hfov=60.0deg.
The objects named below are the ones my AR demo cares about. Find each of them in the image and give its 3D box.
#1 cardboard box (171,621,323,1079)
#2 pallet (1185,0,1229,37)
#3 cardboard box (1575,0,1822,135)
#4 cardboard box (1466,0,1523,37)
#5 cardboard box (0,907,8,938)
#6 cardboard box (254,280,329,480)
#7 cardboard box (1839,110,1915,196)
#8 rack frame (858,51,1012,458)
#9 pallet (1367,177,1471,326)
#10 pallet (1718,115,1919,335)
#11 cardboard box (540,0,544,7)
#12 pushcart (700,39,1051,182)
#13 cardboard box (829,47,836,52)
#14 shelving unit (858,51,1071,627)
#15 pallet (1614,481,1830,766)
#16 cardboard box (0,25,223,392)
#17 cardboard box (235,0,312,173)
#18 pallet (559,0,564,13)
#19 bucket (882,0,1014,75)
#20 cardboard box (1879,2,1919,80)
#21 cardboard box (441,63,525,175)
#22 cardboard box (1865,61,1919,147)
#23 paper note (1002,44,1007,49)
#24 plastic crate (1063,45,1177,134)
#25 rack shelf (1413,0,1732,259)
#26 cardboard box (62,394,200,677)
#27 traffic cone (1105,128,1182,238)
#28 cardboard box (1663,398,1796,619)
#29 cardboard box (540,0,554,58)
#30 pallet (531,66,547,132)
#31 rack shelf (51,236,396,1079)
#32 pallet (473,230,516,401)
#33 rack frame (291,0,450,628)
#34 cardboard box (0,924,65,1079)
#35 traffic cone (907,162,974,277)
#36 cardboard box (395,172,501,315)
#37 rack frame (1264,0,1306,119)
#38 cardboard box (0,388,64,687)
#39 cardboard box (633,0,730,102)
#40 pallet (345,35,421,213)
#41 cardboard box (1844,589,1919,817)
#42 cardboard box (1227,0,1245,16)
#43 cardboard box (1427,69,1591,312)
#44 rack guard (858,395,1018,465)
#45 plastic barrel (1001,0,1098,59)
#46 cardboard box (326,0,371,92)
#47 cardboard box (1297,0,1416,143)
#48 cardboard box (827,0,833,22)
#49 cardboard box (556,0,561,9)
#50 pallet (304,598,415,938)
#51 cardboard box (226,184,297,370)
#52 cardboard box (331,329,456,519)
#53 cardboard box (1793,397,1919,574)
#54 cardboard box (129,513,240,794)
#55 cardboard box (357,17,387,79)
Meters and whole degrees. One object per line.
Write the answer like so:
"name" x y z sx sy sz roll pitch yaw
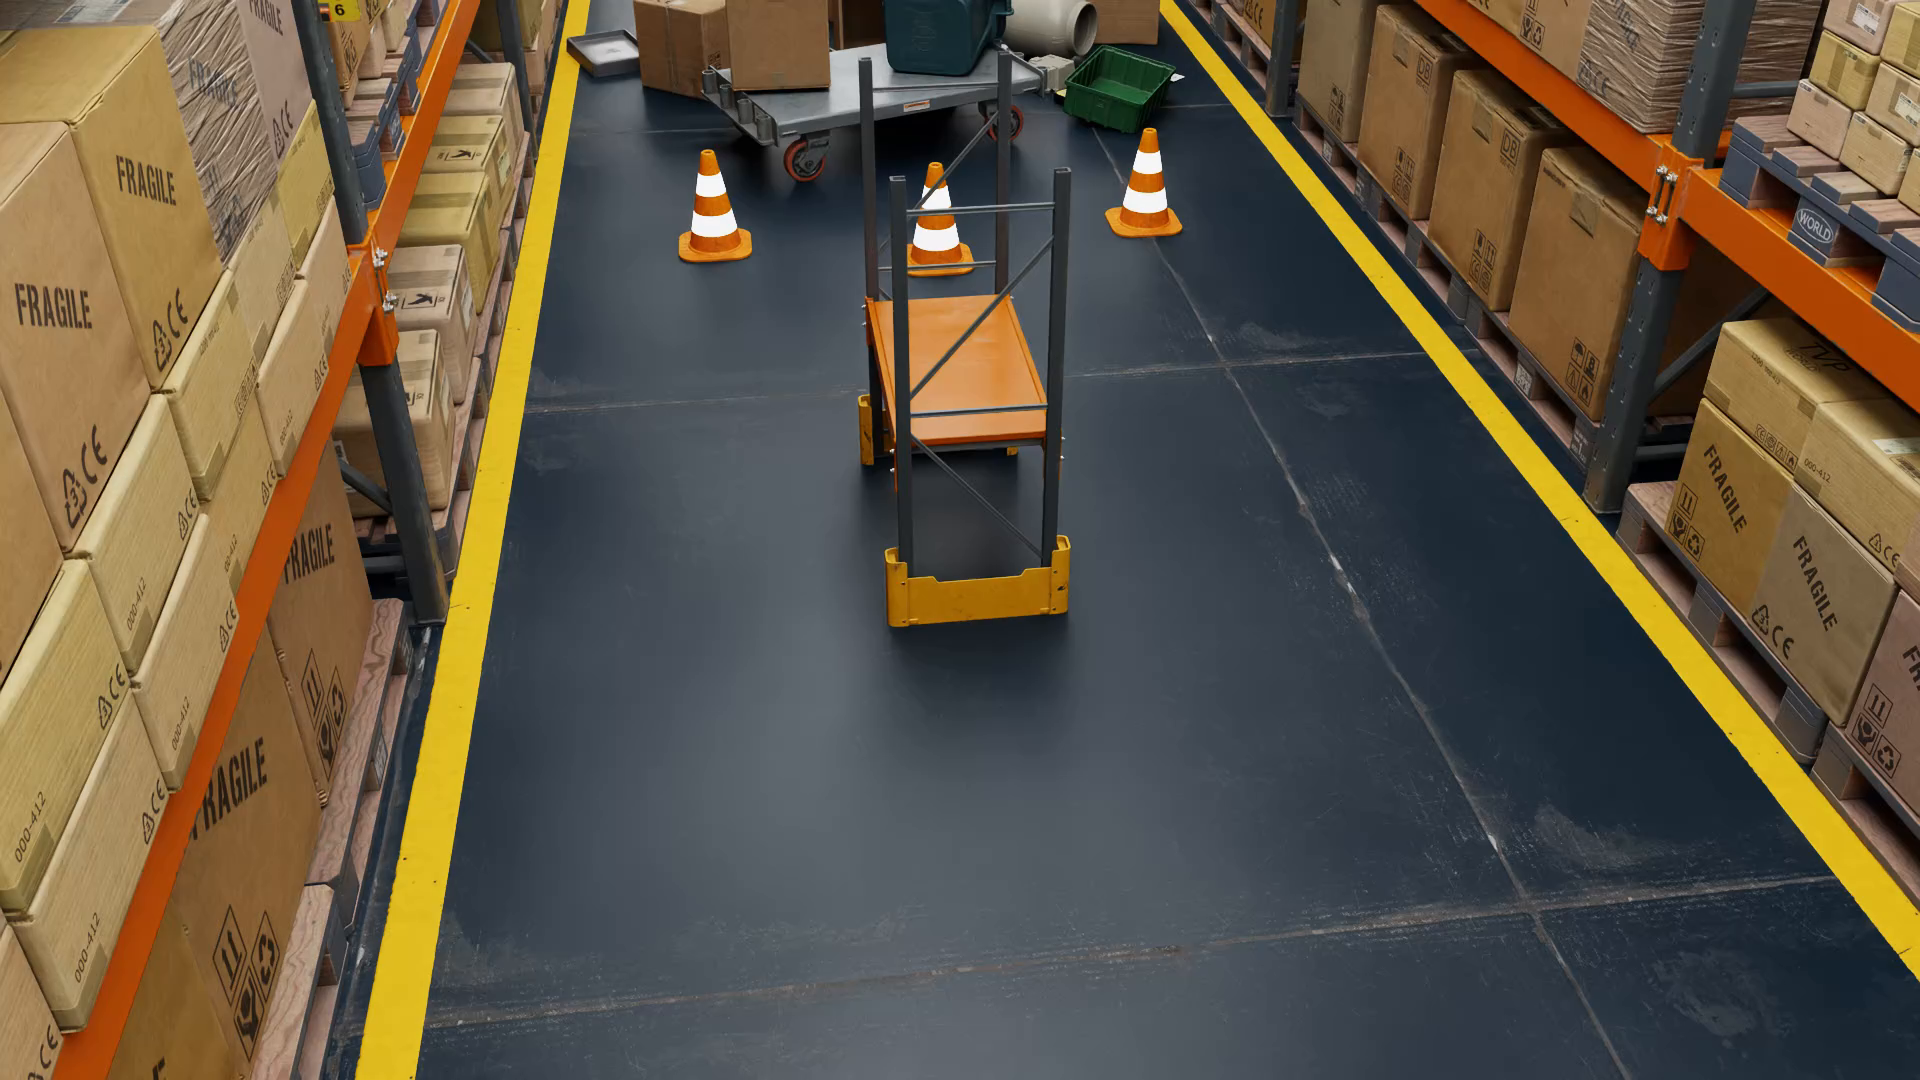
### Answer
"cardboard box" -2.031 0.631 3.674 0.875 0.875 0.875 -4 34 -6
"pallet" 2.004 -3.587 10.826 1.003 0.211 1.213 -4 35 -6
"cardboard box" 2.407 -1.667 5.443 0.500 0.500 0.500 -4 35 -6
"cardboard box" 2.274 -2.224 6.261 0.500 0.500 0.500 -5 35 -7
"cardboard box" -1.497 0.569 1.941 0.500 0.250 0.500 -4 34 -6
"cardboard box" -1.748 -0.355 3.740 0.500 0.250 0.500 -4 34 -6
"cardboard box" 2.630 -1.049 4.476 0.380 0.149 0.250 -3 34 -4
"rack frame" -0.080 -0.951 5.814 0.500 1.500 0.032 -4 35 -6
"pallet" 2.542 -1.367 7.568 1.003 0.211 1.213 -4 35 -6
"pallet" 2.935 -0.925 4.615 1.213 0.211 1.003 -4 35 -6
"cardboard box" -2.591 -3.190 9.170 0.500 0.500 0.500 -3 34 -4
"pushcart" -0.443 -2.312 8.808 1.648 0.377 0.936 -16 38 -23
"cardboard box" -0.678 -2.682 9.450 0.396 0.266 0.258 27 43 34
"shelving unit" -0.010 -0.662 5.390 0.587 1.500 1.083 -4 35 -6
"pallet" 2.838 0.194 5.278 1.003 0.211 1.213 -4 35 -6
"cardboard box" -1.691 -0.585 2.969 0.500 0.500 0.500 -4 35 -6
"cardboard box" -1.829 -1.149 3.795 0.500 0.500 0.500 -5 35 -8
"pallet" -3.149 -3.776 11.104 1.003 0.211 1.213 -4 35 -6
"bucket" -0.107 -2.803 8.757 0.726 0.611 0.620 7 45 10
"cardboard box" 2.643 -1.287 4.298 0.380 0.149 0.250 -5 35 -8
"cardboard box" -2.623 -1.990 7.967 0.950 0.372 0.625 -4 34 -6
"cardboard box" 2.639 -1.151 4.361 0.380 0.149 0.250 -3 34 -4
"paper note" 0.200 -3.015 10.155 0.172 0.023 0.155 7 35 10
"plastic crate" 0.874 -2.486 9.180 0.450 0.188 0.662 21 39 12
"rack shelf" 2.465 -2.213 6.973 1.077 0.370 4.000 -4 35 -6
"cardboard box" -1.609 0.003 2.771 0.500 0.250 0.500 -5 35 -8
"traffic cone" 0.880 -1.715 7.856 0.336 0.463 0.334 -4 35 -6
"cardboard box" 2.576 -0.121 5.110 0.500 0.500 0.500 -6 35 -8
"cardboard box" -2.590 -2.879 9.380 0.500 0.250 0.500 -3 34 -4
"pallet" -2.821 -2.415 9.106 1.003 0.211 1.213 -4 35 -6
"rack shelf" -1.889 0.450 3.064 1.077 0.370 4.000 -4 35 -6
"pallet" -2.422 -0.926 6.922 1.003 0.211 1.213 -4 35 -6
"rack frame" -2.158 -0.963 4.499 1.000 3.000 0.127 -4 35 -6
"cardboard box" -1.488 0.777 2.079 0.500 0.250 0.500 -5 35 -8
"traffic cone" -0.112 -1.475 7.503 0.336 0.463 0.334 -4 35 -6
"cardboard box" -2.427 -1.201 6.810 0.950 0.372 0.625 -3 34 -5
"rack frame" 2.196 -3.626 8.408 1.000 3.000 0.127 -4 35 -6
"cardboard box" -1.555 -0.015 2.131 0.500 0.500 0.500 -5 35 -8
"cardboard box" -1.491 -2.864 9.507 0.500 0.500 0.500 20 39 26
"pallet" -2.359 -1.273 5.125 1.213 0.211 1.003 -4 35 -6
"cardboard box" 2.721 0.446 4.279 0.500 0.500 0.500 -5 35 -8
"cardboard box" 2.056 -3.781 10.148 0.875 0.875 0.875 -4 34 -6
"cardboard box" 2.620 -1.472 6.872 1.050 0.750 0.750 -4 34 -6
"rack guard" -0.077 -0.424 6.150 0.587 0.250 0.087 -4 35 -6
"plastic barrel" 0.523 -3.079 9.892 0.512 0.421 0.421 20 39 26
"cardboard box" -1.989 -1.569 4.663 0.500 0.500 0.500 -5 35 -8
"cardboard box" 2.369 -2.531 8.425 1.050 0.750 0.750 -5 35 -7
"cardboard box" -0.489 -3.607 10.596 0.637 0.503 0.797 27 43 34
"cardboard box" -2.720 -3.453 10.221 0.500 0.250 0.500 -6 35 -8
"pallet" -2.126 0.635 4.631 1.003 0.211 1.213 -4 35 -6
"cardboard box" -1.768 -0.571 3.613 0.500 0.250 0.500 -5 35 -8
"cardboard box" -2.224 -0.367 5.585 0.950 0.372 0.625 -7 35 -10
"cardboard box" 2.655 -0.159 4.500 0.500 0.250 0.500 -5 35 -7
"cardboard box" -1.600 0.210 2.911 0.500 0.250 0.500 -5 35 -7
"cardboard box" -2.013 -1.545 5.203 0.380 0.149 0.250 -7 35 -9
